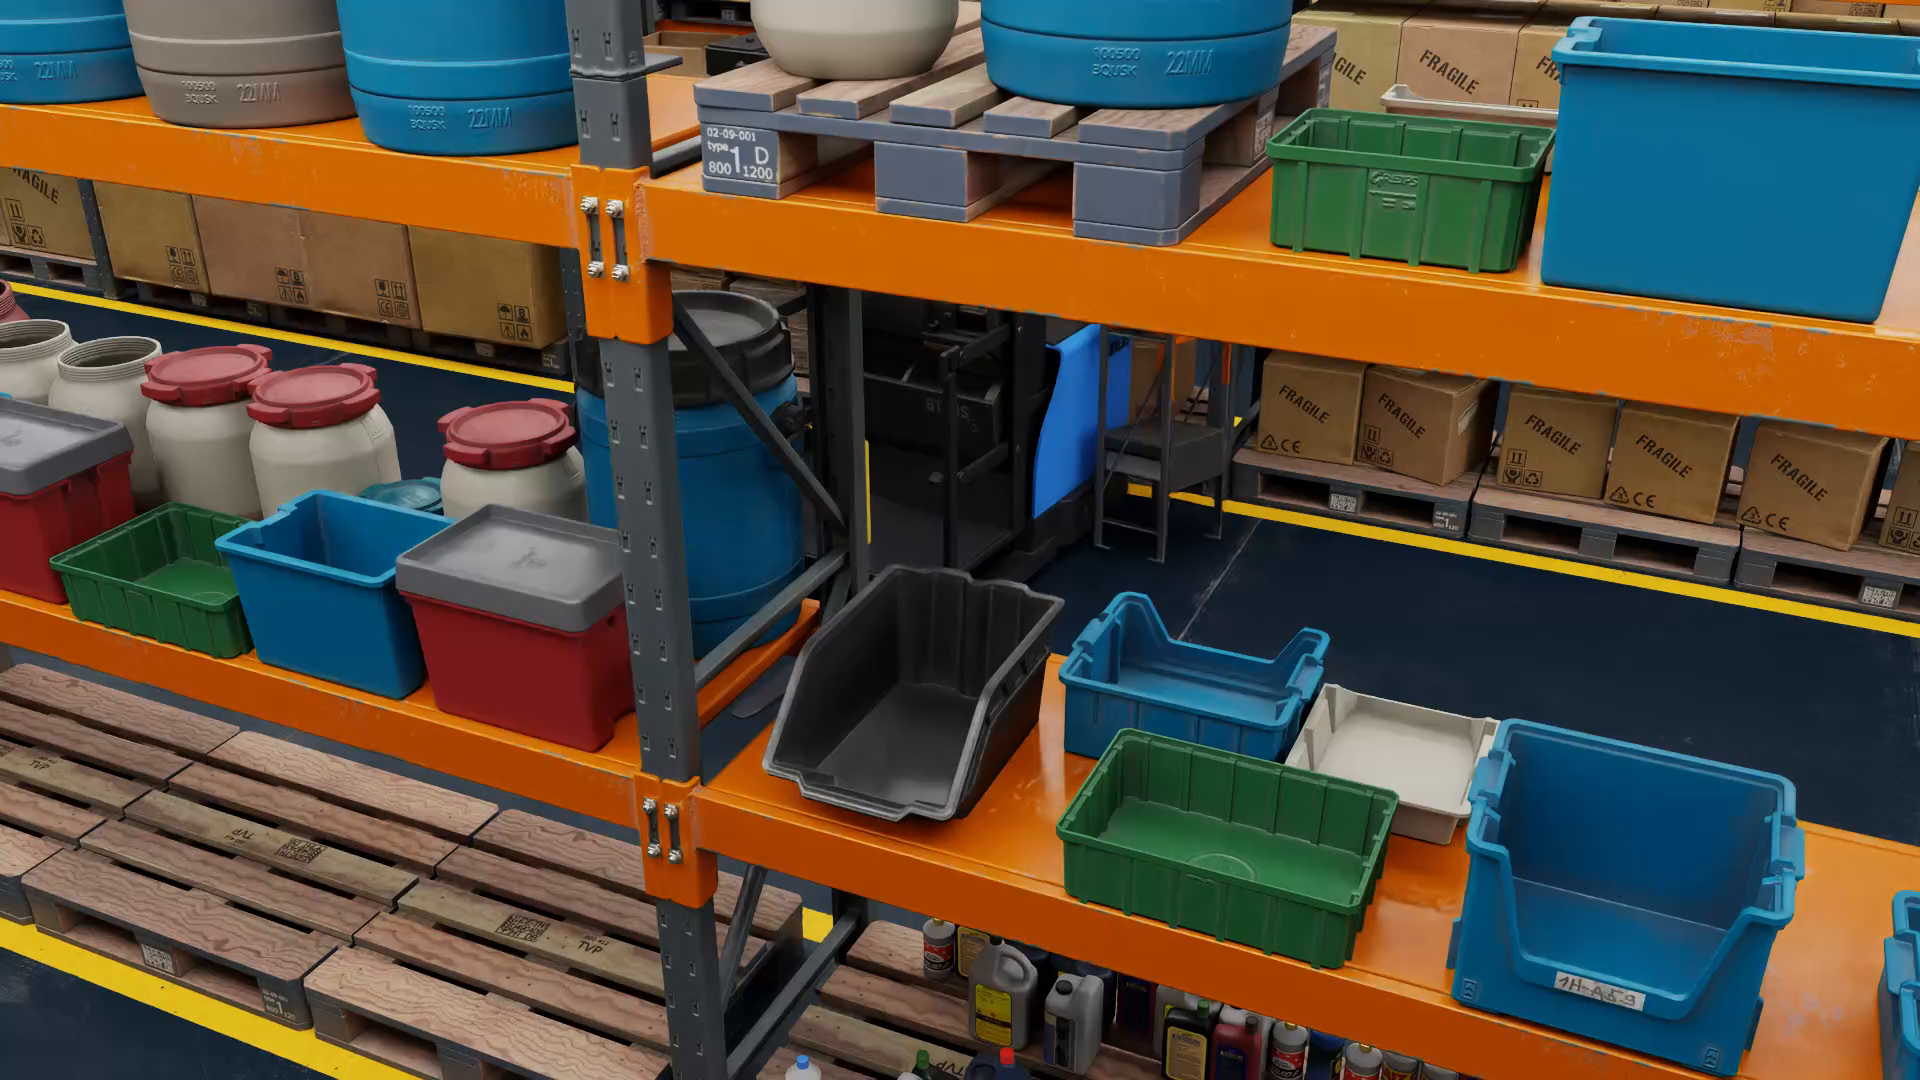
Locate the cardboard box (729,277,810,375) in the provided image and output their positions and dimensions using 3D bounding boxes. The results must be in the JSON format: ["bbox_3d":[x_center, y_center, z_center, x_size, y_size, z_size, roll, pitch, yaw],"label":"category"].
[{"bbox_3d":[-0.985,-1.365,9.958,0.500,0.500,0.700,9,28,18],"label":"cardboard box"}]

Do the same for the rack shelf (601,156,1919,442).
[{"bbox_3d":[1.298,-0.434,3.154,4.000,0.370,1.077,11,28,22],"label":"rack shelf"}]

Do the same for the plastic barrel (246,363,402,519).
[{"bbox_3d":[-1.971,-0.235,5.177,0.433,0.535,0.433,0,26,0],"label":"plastic barrel"}]

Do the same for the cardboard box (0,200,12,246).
[{"bbox_3d":[-7.142,-2.784,12.438,0.875,0.875,0.875,11,28,22],"label":"cardboard box"}]

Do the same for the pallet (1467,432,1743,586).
[{"bbox_3d":[3.268,-0.186,8.389,1.213,0.211,1.003,11,28,22],"label":"pallet"}]

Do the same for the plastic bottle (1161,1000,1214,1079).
[{"bbox_3d":[0.632,1.387,4.615,0.133,0.283,0.061,11,28,22],"label":"plastic bottle"}]

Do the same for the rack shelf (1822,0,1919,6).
[{"bbox_3d":[3.348,-2.426,7.199,4.000,0.370,1.077,11,28,22],"label":"rack shelf"}]

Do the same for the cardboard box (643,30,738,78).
[{"bbox_3d":[-1.606,-2.650,9.648,0.500,0.500,0.500,8,27,15],"label":"cardboard box"}]

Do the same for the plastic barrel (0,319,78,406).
[{"bbox_3d":[-3.139,-0.456,5.654,0.421,0.512,0.421,0,26,0],"label":"plastic barrel"}]

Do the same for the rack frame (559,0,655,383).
[{"bbox_3d":[-2.114,-2.500,9.931,0.127,3.000,1.000,11,28,22],"label":"rack frame"}]

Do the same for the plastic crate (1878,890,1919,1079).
[{"bbox_3d":[1.950,0.929,3.135,0.408,0.251,0.499,11,28,22],"label":"plastic crate"}]

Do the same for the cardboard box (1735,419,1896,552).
[{"bbox_3d":[4.049,-0.320,7.859,0.500,0.500,0.500,20,33,35],"label":"cardboard box"}]

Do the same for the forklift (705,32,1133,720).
[{"bbox_3d":[-0.326,-1.079,7.123,1.130,2.935,3.031,15,30,28],"label":"forklift"}]

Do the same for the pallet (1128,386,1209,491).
[{"bbox_3d":[0.818,-0.659,9.349,1.213,0.211,1.003,11,28,22],"label":"pallet"}]

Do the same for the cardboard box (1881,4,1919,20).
[{"bbox_3d":[6.453,-3.711,11.000,0.550,0.550,0.875,11,28,22],"label":"cardboard box"}]

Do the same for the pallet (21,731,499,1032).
[{"bbox_3d":[-2.368,1.124,5.728,1.213,0.211,1.003,11,28,22],"label":"pallet"}]

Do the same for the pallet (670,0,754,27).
[{"bbox_3d":[-1.788,-4.735,14.688,1.213,0.211,1.003,11,28,22],"label":"pallet"}]

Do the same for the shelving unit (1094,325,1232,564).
[{"bbox_3d":[0.969,-0.985,7.784,0.431,2.100,0.503,15,23,38],"label":"shelving unit"}]

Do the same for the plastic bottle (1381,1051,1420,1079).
[{"bbox_3d":[1.194,1.444,4.513,0.097,0.271,0.097,0,26,0],"label":"plastic bottle"}]

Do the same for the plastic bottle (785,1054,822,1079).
[{"bbox_3d":[-0.414,1.485,4.430,0.097,0.271,0.097,0,26,0],"label":"plastic bottle"}]

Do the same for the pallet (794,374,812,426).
[{"bbox_3d":[-0.297,-0.881,9.801,1.213,0.211,1.003,11,28,22],"label":"pallet"}]

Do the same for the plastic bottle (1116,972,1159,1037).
[{"bbox_3d":[0.523,1.295,4.802,0.133,0.283,0.061,13,29,25],"label":"plastic bottle"}]

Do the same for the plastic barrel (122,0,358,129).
[{"bbox_3d":[-1.671,-1.473,3.882,0.600,0.901,0.600,0,26,0],"label":"plastic barrel"}]

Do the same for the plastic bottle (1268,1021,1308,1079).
[{"bbox_3d":[0.917,1.419,4.641,0.097,0.201,0.097,0,26,0],"label":"plastic bottle"}]

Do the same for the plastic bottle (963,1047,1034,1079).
[{"bbox_3d":[0.100,1.471,4.368,0.185,0.351,0.144,11,28,22],"label":"plastic bottle"}]

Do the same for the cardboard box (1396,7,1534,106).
[{"bbox_3d":[2.288,-2.120,7.578,0.500,0.500,0.500,11,28,22],"label":"cardboard box"}]

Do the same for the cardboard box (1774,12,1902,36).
[{"bbox_3d":[3.873,-2.059,7.454,0.500,0.500,0.500,11,28,22],"label":"cardboard box"}]

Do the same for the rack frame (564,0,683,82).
[{"bbox_3d":[-0.523,-2.468,3.075,0.127,3.000,1.000,11,28,22],"label":"rack frame"}]

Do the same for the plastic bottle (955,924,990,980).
[{"bbox_3d":[0.052,1.200,4.994,0.133,0.283,0.061,13,29,24],"label":"plastic bottle"}]

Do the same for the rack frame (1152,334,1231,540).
[{"bbox_3d":[1.129,-1.041,7.960,0.400,2.100,0.015,15,23,38],"label":"rack frame"}]

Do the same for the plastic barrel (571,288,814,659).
[{"bbox_3d":[-0.749,-0.194,4.681,0.708,0.901,0.600,11,28,22],"label":"plastic barrel"}]

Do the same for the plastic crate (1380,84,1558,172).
[{"bbox_3d":[1.106,-0.873,3.530,0.396,0.136,0.243,11,28,22],"label":"plastic crate"}]

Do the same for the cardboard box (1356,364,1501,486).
[{"bbox_3d":[2.399,-0.644,8.517,0.500,0.500,0.500,22,34,38],"label":"cardboard box"}]

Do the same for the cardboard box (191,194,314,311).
[{"bbox_3d":[-4.350,-2.194,11.241,0.875,0.875,1.225,10,28,20],"label":"cardboard box"}]

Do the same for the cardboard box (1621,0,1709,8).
[{"bbox_3d":[4.978,-4.007,11.600,0.550,0.550,0.875,11,28,22],"label":"cardboard box"}]

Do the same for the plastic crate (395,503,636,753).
[{"bbox_3d":[-1.090,0.229,4.316,0.583,0.464,0.402,11,28,22],"label":"plastic crate"}]

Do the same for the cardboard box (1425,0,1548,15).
[{"bbox_3d":[2.507,-2.333,8.010,0.500,0.500,0.500,11,28,22],"label":"cardboard box"}]

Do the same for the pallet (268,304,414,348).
[{"bbox_3d":[-3.907,-1.647,11.356,1.213,0.211,1.003,11,28,22],"label":"pallet"}]

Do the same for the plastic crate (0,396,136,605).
[{"bbox_3d":[-2.820,-0.118,5.022,0.583,0.464,0.402,11,28,22],"label":"plastic crate"}]

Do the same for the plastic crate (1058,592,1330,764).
[{"bbox_3d":[0.597,0.383,4.244,0.616,0.251,0.499,11,28,22],"label":"plastic crate"}]

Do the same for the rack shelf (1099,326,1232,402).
[{"bbox_3d":[0.969,-0.972,7.788,0.431,0.518,0.480,15,23,38],"label":"rack shelf"}]

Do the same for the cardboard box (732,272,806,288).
[{"bbox_3d":[-1.004,-1.709,9.807,0.500,0.250,0.500,15,30,28],"label":"cardboard box"}]
